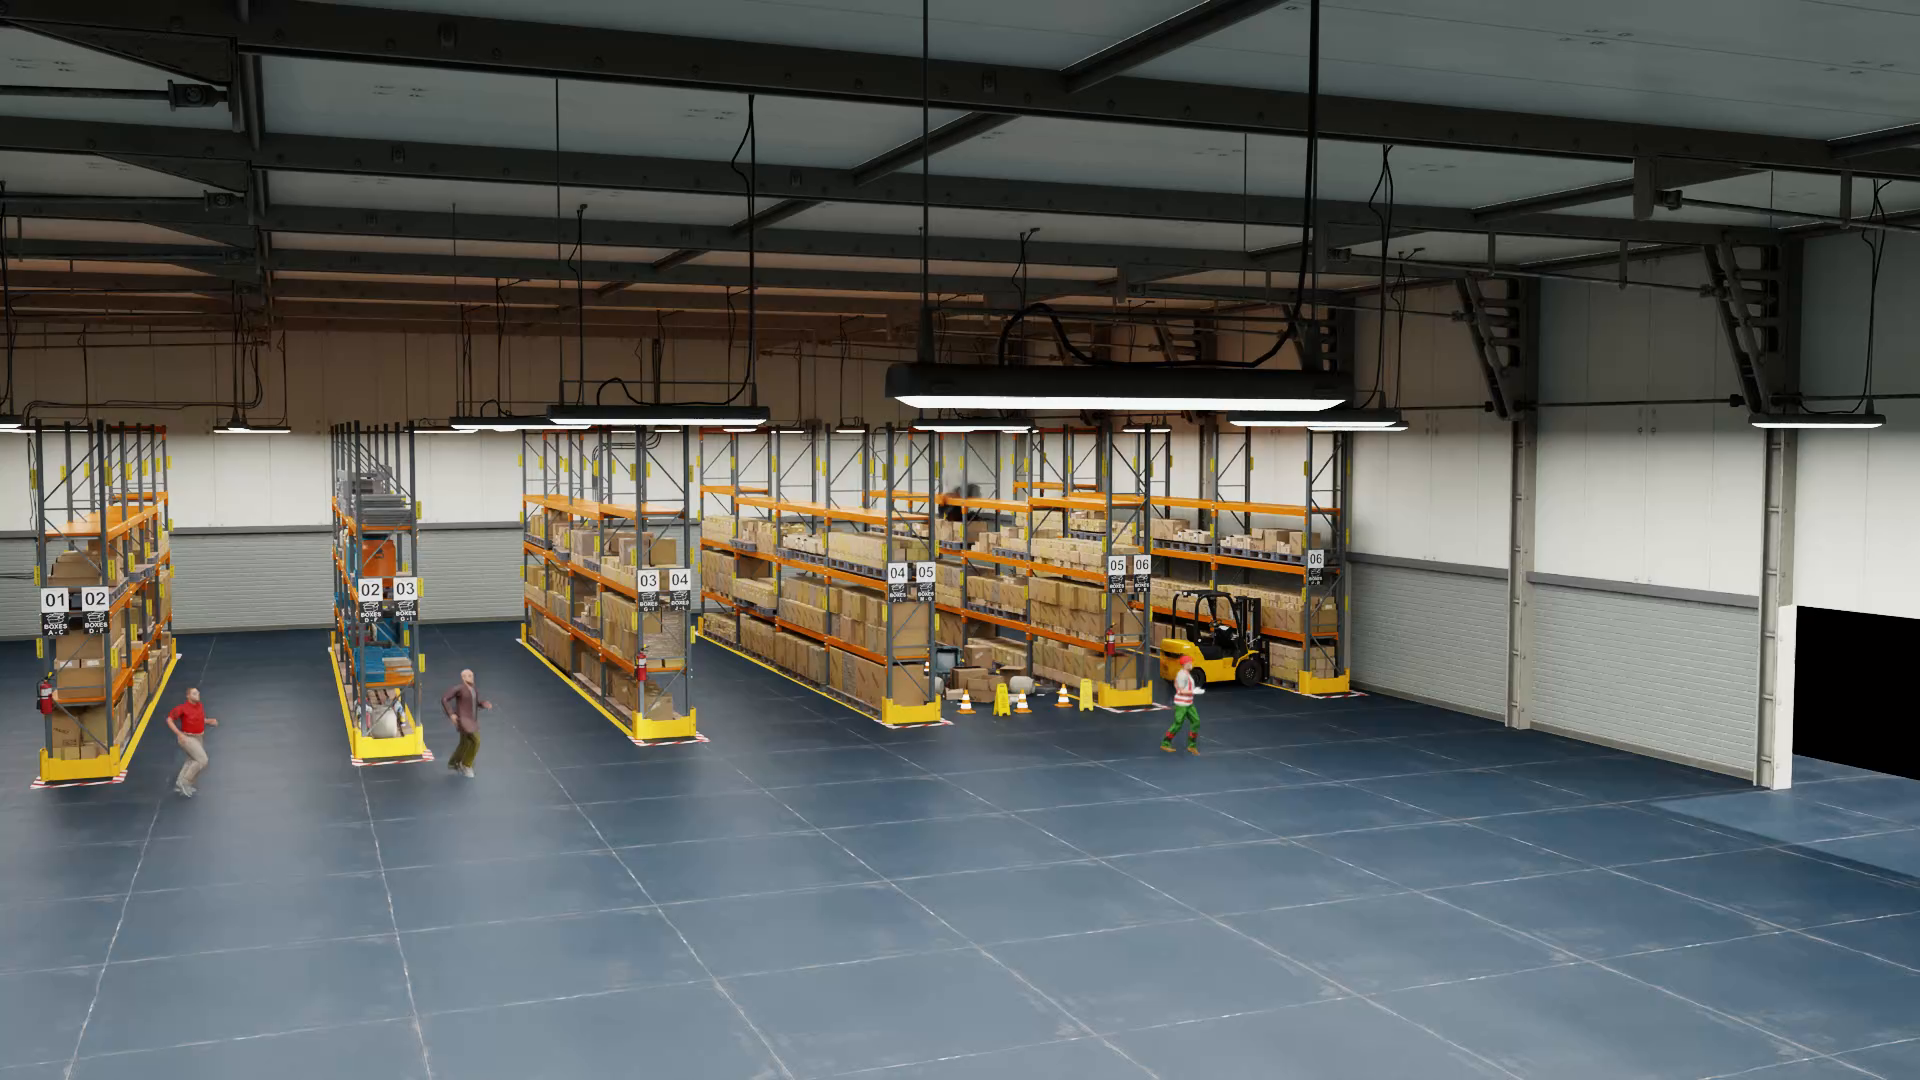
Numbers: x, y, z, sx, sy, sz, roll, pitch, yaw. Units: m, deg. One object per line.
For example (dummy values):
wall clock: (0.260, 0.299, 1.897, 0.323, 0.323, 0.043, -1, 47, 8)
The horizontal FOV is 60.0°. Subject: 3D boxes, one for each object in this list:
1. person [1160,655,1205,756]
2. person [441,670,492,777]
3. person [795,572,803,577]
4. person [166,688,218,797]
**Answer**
person: (4.008, 2.978, 29.757, 0.828, 1.846, 0.600, 2, 4, 24)
person: (-8.317, 3.097, 28.093, 0.808, 1.823, 0.693, 1, 4, 11)
person: (-4.770, 1.822, 50.596, 0.850, 1.528, 0.481, -1, 4, -22)
person: (-12.210, 3.222, 26.549, 0.689, 1.746, 0.632, 0, 4, 5)
